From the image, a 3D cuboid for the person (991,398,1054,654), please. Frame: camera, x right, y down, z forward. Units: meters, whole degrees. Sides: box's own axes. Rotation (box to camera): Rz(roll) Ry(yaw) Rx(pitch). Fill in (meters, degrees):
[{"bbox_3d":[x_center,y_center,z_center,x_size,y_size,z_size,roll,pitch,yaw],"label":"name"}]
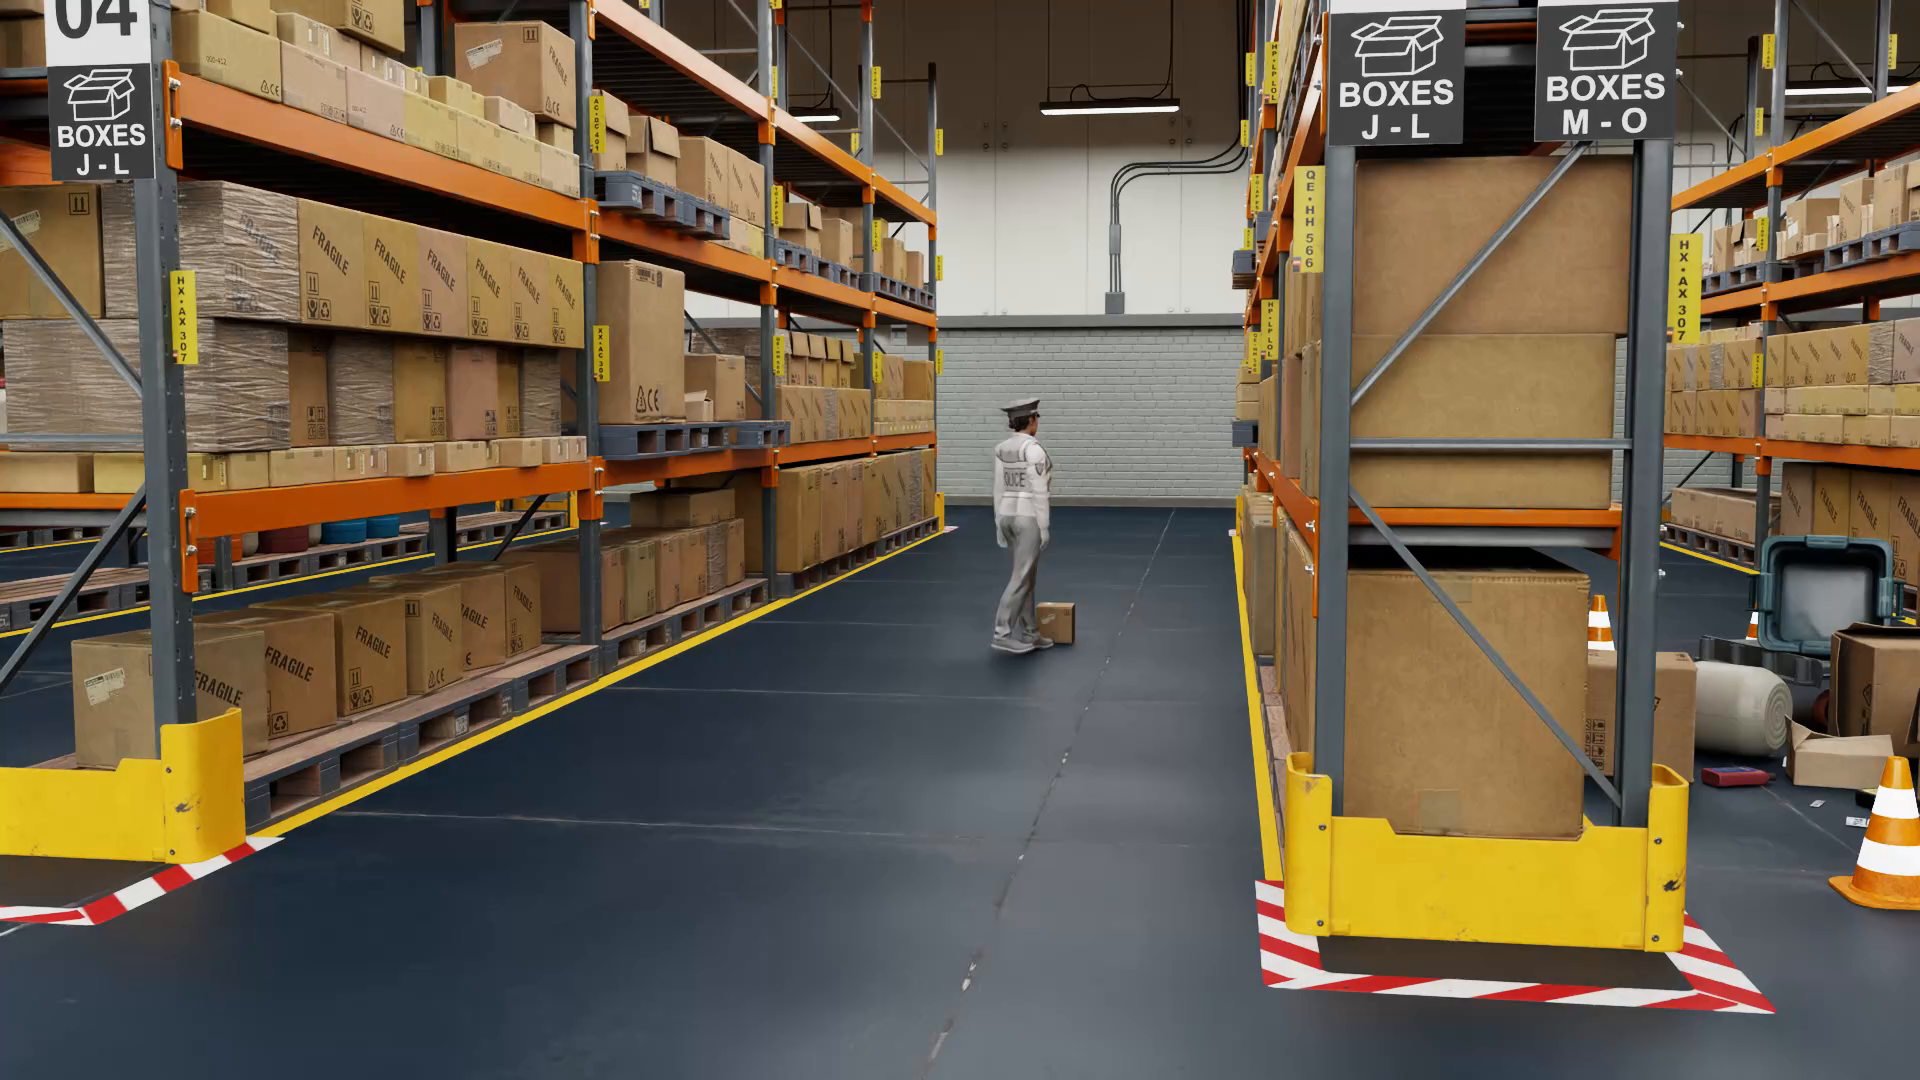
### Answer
[{"bbox_3d":[0.430,-0.097,10.951,0.596,1.677,0.483,-3,5,-31],"label":"person"}]
